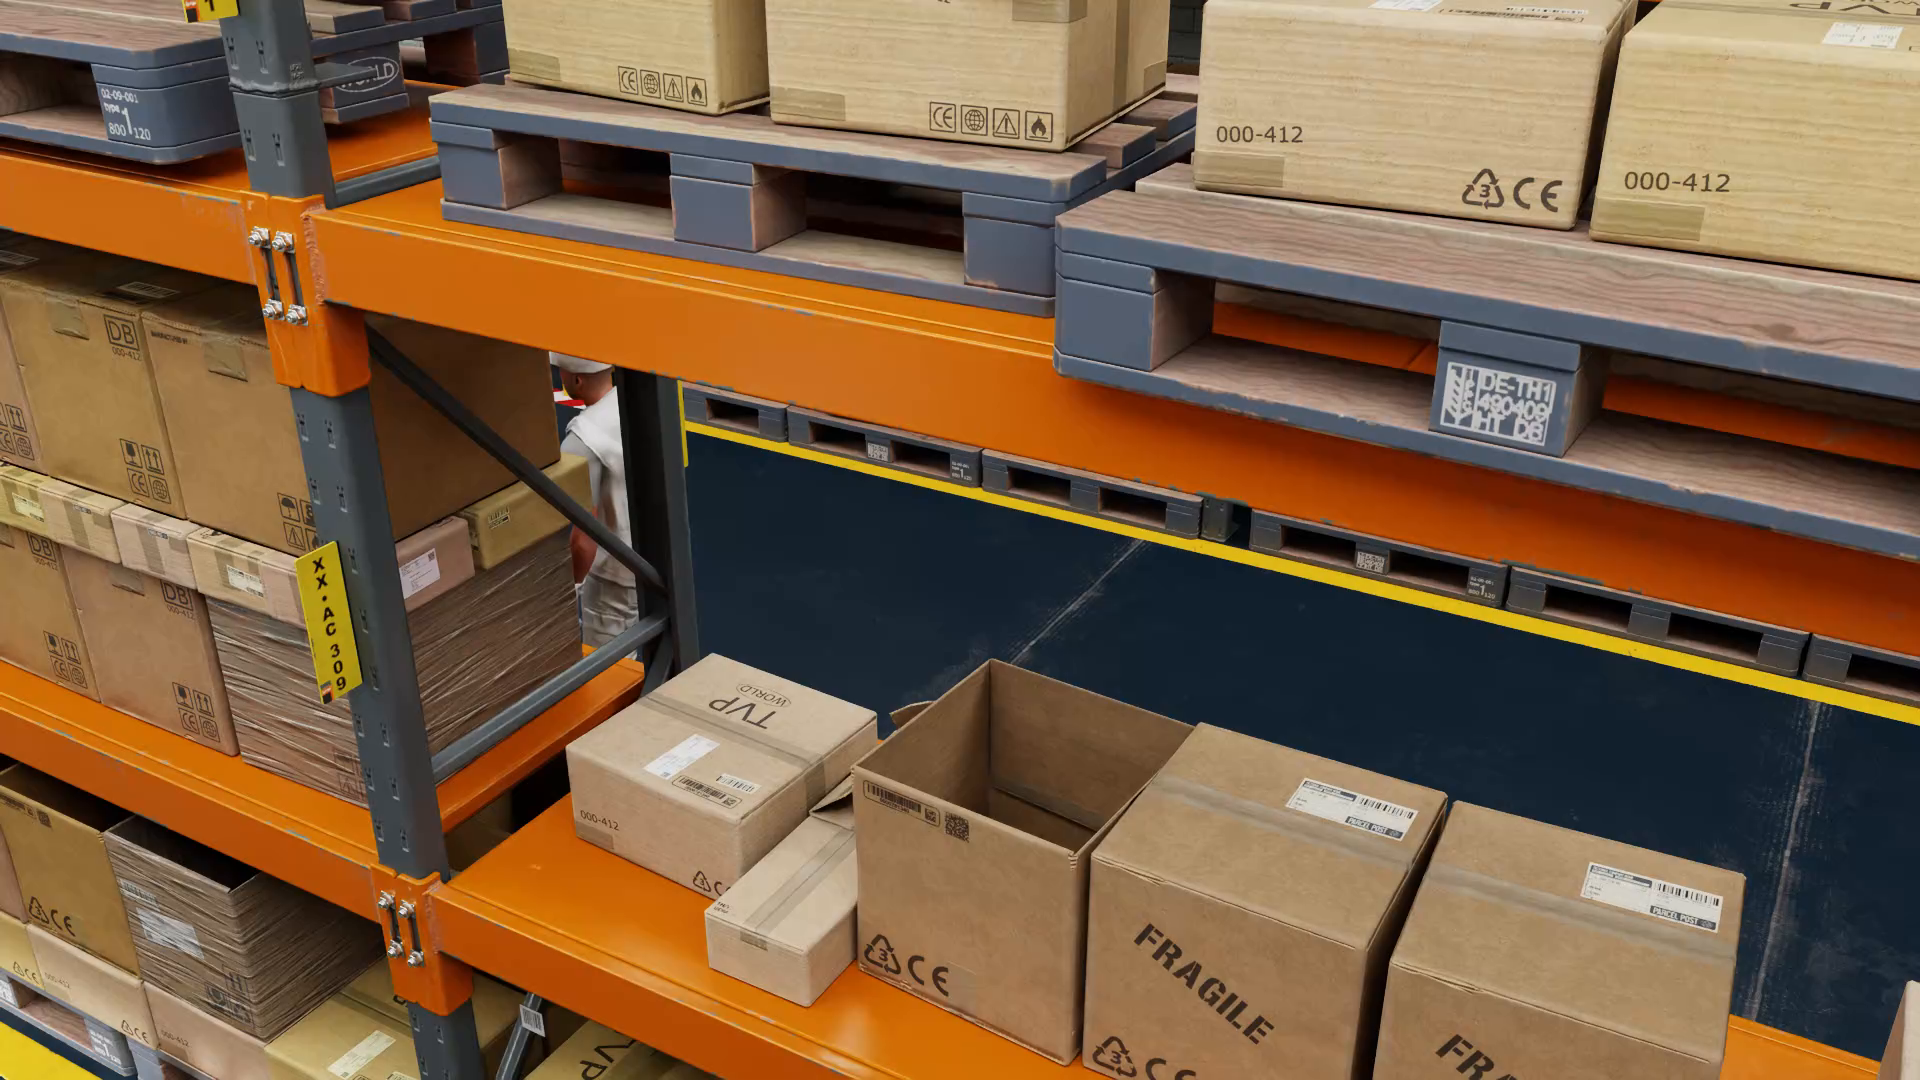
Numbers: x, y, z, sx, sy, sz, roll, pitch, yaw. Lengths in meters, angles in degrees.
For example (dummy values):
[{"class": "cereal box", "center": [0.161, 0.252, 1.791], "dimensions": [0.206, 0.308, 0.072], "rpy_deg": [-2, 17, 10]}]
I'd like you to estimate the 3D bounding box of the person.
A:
[{"class": "person", "center": [-1.208, 0.072, 5.949], "dimensions": [0.446, 1.780, 0.623], "rpy_deg": [13, 29, 24]}]
